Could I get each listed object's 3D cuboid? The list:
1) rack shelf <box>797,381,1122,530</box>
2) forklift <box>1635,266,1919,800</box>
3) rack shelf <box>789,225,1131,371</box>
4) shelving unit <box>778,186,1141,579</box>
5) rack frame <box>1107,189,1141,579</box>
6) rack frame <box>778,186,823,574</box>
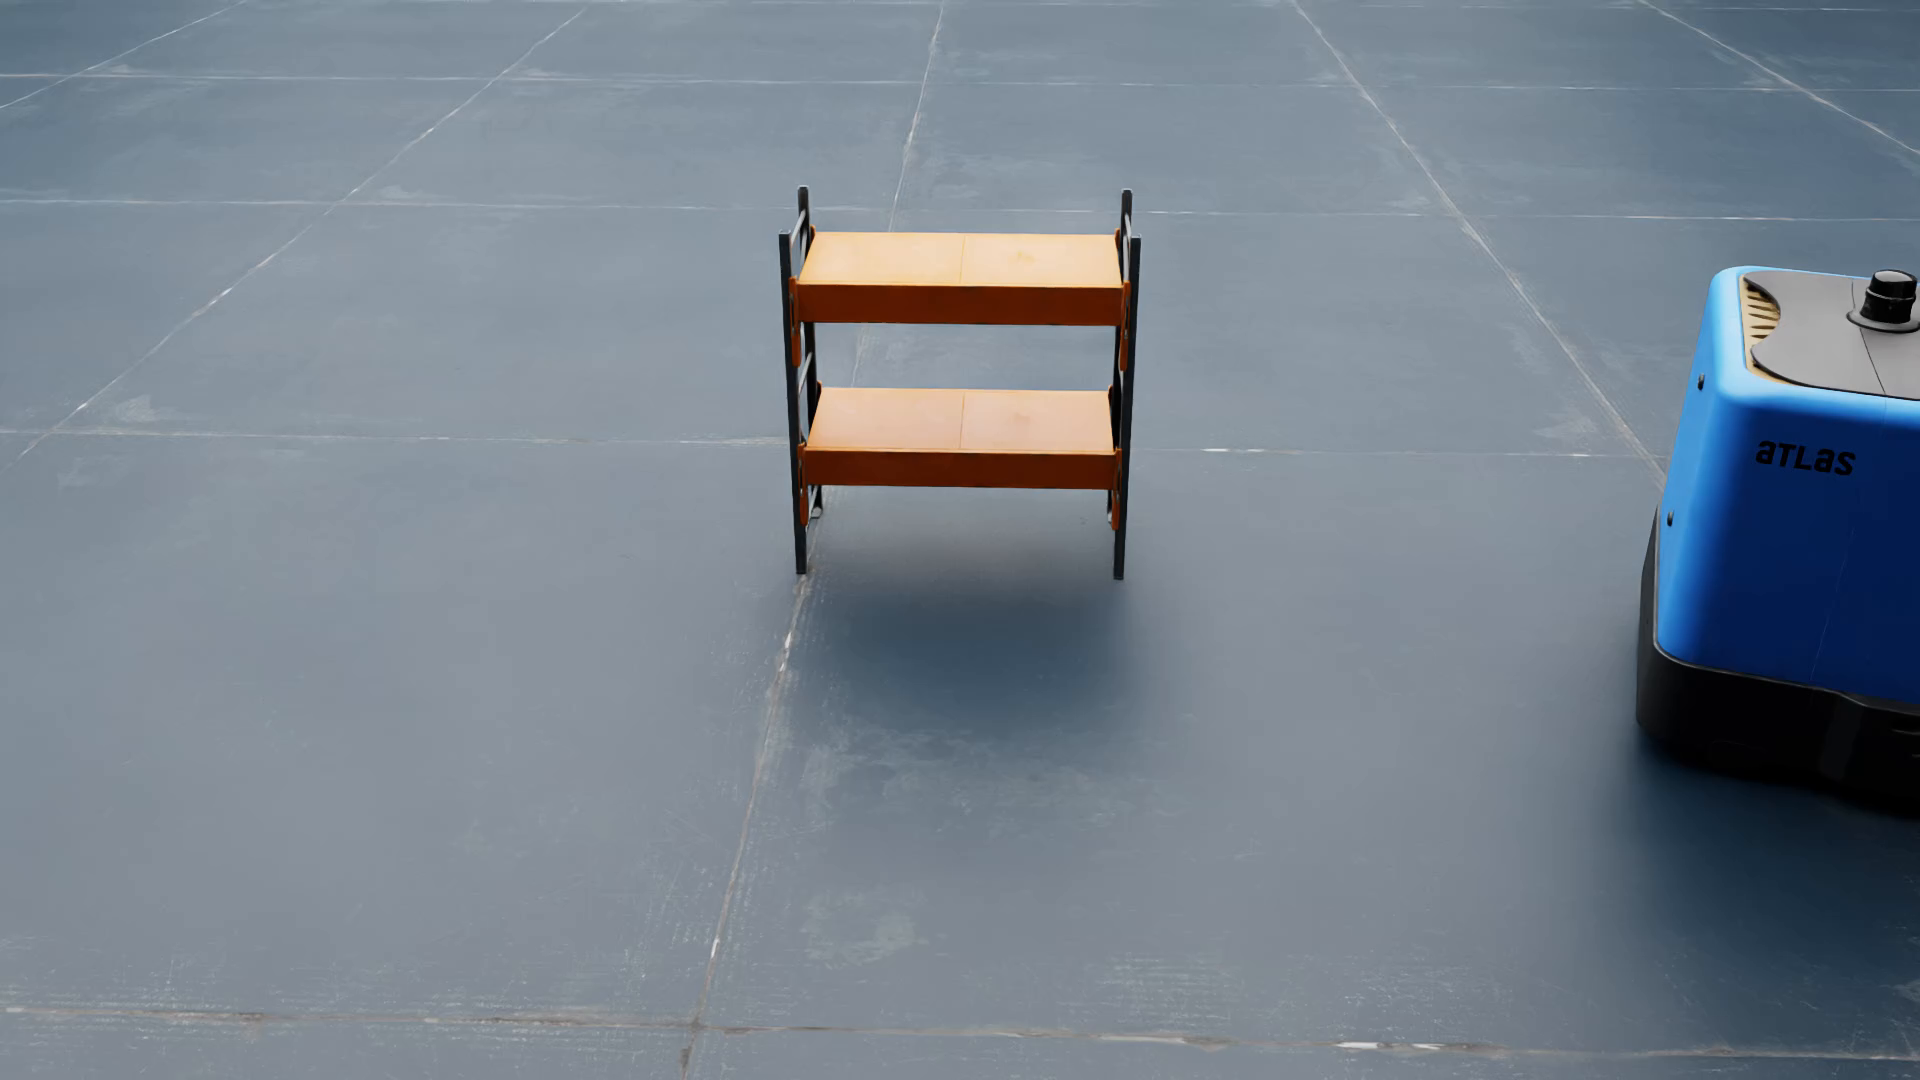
[{"bbox_3d":[0.007,-0.281,5.393,1.000,0.278,0.538,1,28,2],"label":"rack shelf"},{"bbox_3d":[3.389,-0.685,3.705,3.031,2.935,1.130,10,30,18],"label":"forklift"},{"bbox_3d":[0.007,-0.755,5.141,1.000,0.278,0.538,1,28,2],"label":"rack shelf"},{"bbox_3d":[0.007,-0.497,5.278,1.048,1.125,0.538,1,28,2],"label":"shelving unit"},{"bbox_3d":[0.515,-0.488,5.262,0.032,1.125,0.500,1,28,2],"label":"rack frame"},{"bbox_3d":[-0.501,-0.505,5.294,0.032,1.125,0.500,1,28,2],"label":"rack frame"}]
